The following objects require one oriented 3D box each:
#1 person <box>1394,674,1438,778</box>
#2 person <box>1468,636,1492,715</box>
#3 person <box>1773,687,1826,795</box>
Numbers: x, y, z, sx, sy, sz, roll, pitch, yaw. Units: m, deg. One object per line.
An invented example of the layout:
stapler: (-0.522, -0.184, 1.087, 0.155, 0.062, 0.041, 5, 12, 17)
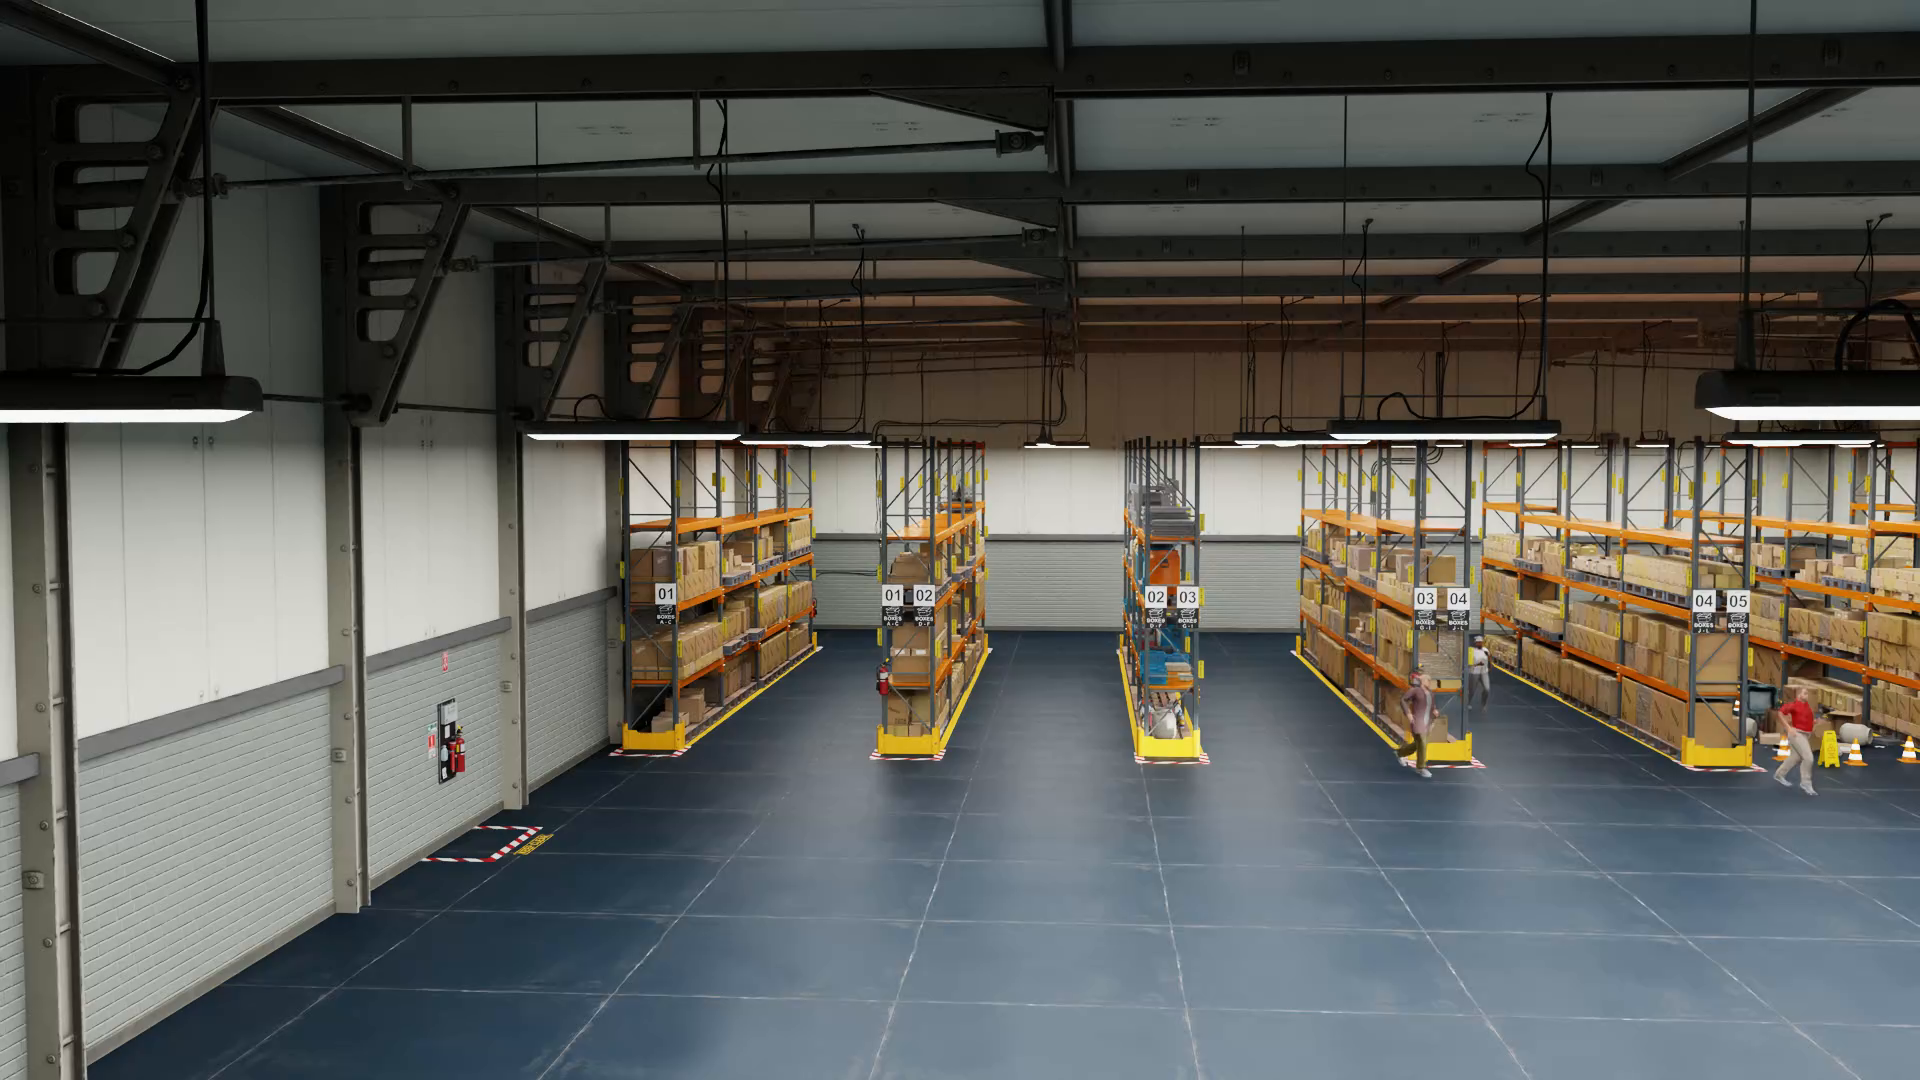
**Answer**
person: (8.190, 3.269, 29.656, 0.746, 1.761, 0.983, -2, 4, -33)
person: (11.338, 2.940, 36.303, 0.586, 1.733, 0.878, 0, 3, 0)
person: (14.126, 3.373, 28.010, 0.643, 1.802, 0.818, -3, 4, -44)
